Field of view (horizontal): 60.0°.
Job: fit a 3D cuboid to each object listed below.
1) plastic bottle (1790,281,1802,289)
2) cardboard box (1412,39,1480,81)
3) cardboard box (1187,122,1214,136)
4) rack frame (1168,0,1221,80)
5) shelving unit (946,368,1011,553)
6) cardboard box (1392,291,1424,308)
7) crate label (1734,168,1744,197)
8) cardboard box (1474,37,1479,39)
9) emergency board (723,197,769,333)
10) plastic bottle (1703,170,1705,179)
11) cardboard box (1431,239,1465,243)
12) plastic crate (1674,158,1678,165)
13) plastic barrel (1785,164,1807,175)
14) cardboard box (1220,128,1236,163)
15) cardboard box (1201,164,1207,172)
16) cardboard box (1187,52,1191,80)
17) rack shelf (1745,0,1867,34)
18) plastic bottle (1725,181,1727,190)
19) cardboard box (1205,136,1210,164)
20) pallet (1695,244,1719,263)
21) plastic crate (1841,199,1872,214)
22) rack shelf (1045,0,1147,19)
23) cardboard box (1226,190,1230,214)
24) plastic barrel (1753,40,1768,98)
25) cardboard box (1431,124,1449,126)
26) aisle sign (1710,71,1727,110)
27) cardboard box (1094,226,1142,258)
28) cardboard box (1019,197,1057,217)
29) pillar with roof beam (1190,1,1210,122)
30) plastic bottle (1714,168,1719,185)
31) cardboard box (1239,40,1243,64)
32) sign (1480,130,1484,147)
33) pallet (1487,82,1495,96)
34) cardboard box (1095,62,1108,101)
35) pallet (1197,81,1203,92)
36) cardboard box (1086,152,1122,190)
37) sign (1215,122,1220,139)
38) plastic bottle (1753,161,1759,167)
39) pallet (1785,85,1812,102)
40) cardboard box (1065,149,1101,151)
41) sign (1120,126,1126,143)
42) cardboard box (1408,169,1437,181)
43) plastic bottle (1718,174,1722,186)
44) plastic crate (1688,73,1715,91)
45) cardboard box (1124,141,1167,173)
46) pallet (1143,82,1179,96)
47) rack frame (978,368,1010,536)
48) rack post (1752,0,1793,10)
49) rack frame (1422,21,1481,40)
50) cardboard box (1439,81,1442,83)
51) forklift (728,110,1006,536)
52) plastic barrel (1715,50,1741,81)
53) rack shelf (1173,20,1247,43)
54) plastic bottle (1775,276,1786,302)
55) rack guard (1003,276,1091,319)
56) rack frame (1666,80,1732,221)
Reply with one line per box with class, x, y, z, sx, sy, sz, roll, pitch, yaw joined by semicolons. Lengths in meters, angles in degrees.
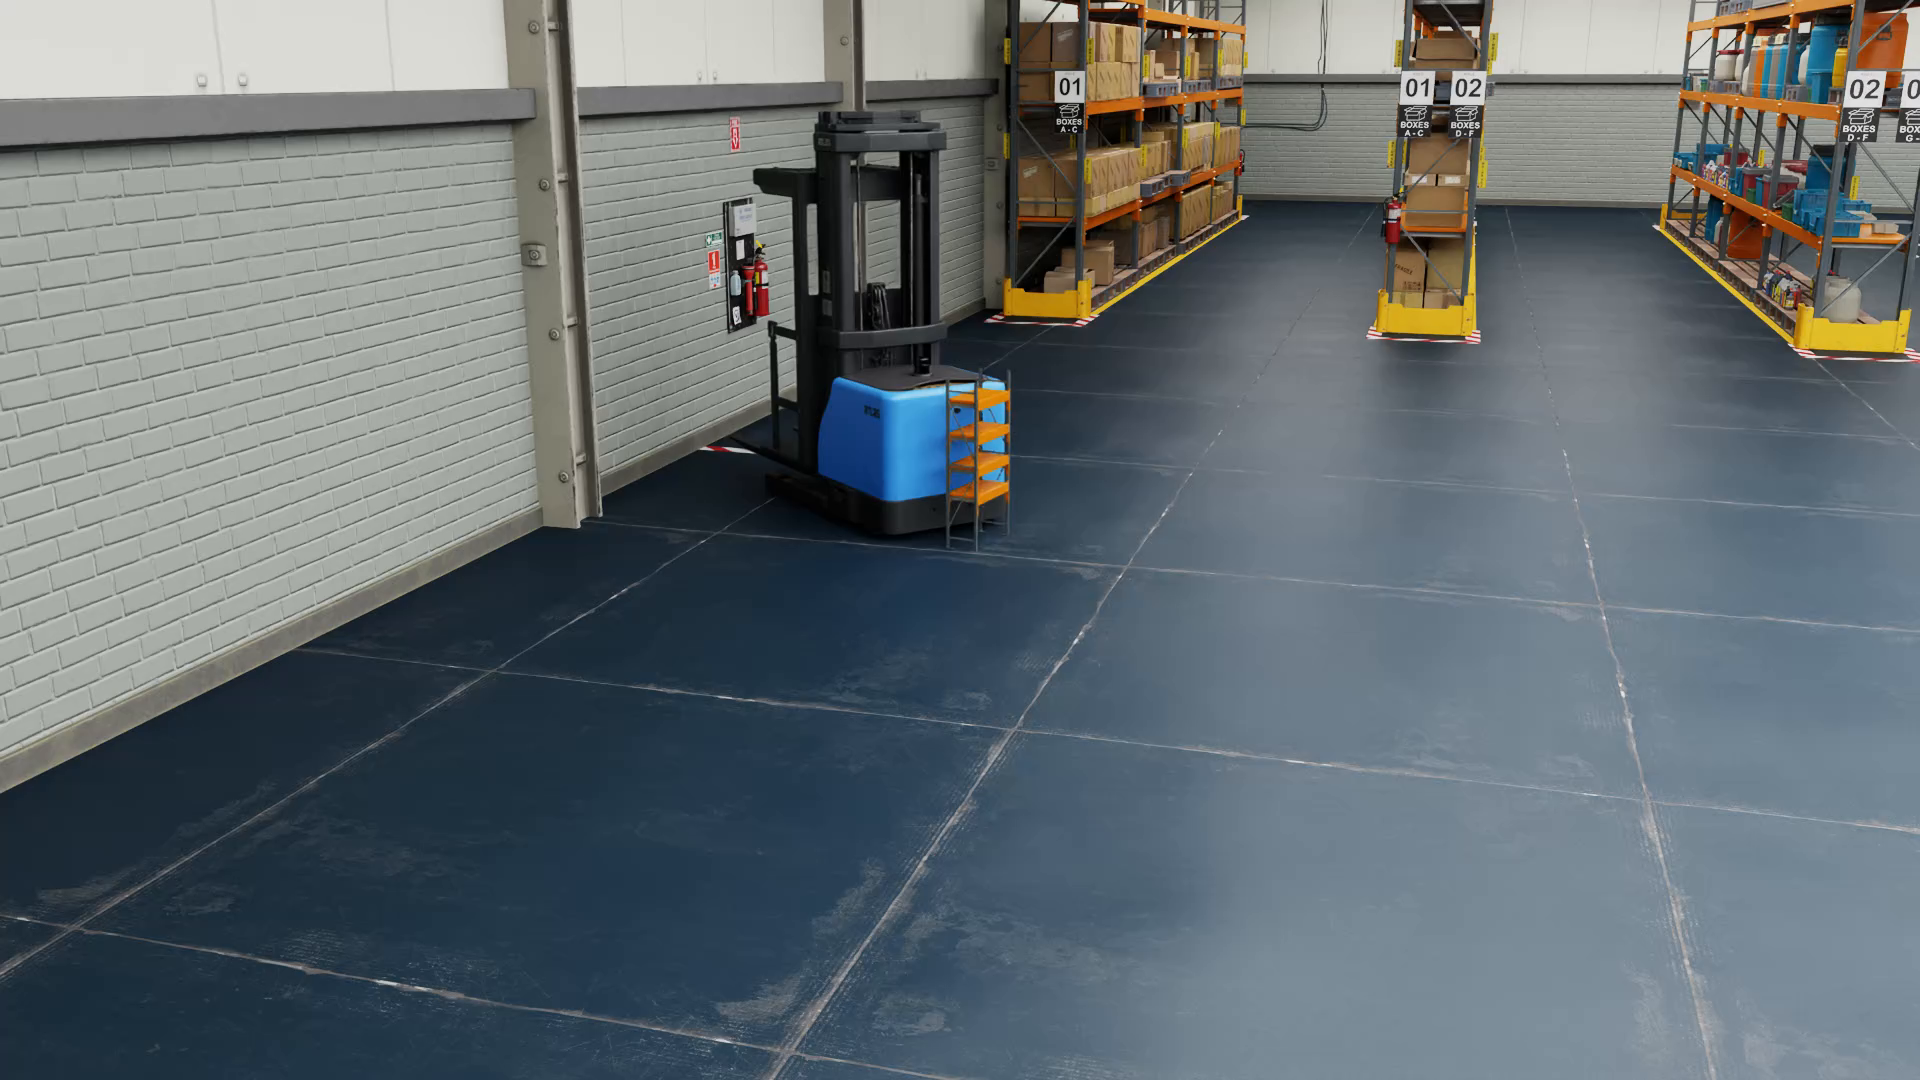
plastic bottle;11.139;-3.314;22.202;0.152;0.276;0.135;5;16;16
cardboard box;6.074;-6.008;20.803;0.797;0.503;0.637;6;17;20
cardboard box;4.679;-8.038;32.533;0.500;0.250;0.500;5;17;17
rack frame;4.567;-10.505;32.374;1.000;3.000;0.127;5;16;16
shelving unit;0.128;-0.561;11.610;0.258;1.200;0.503;8;18;27
cardboard box;5.776;-3.138;21.667;0.500;0.250;0.500;5;16;16
crate label;12.387;-5.582;25.948;0.502;0.435;0.616;5;16;16
cardboard box;9.697;-9.458;32.164;0.700;0.500;0.500;5;16;16
emergency board;-1.918;-2.516;15.203;0.194;1.169;0.643;5;16;16
plastic bottle;13.499;-6.626;30.055;0.097;0.201;0.097;0;16;0
cardboard box;6.701;-3.851;22.806;0.500;0.500;0.500;5;16;16
plastic crate;14.646;-7.682;33.791;0.250;0.136;0.298;5;16;16
plastic barrel;12.605;-5.361;24.985;0.433;0.535;0.433;0;16;0
cardboard box;5.372;-8.484;35.694;0.980;0.700;0.700;4;16;15
cardboard box;4.557;-7.191;32.110;0.380;0.149;0.250;5;16;16
cardboard box;3.911;-8.823;30.953;0.700;0.500;0.500;5;16;16
rack shelf;12.360;-7.628;24.284;1.077;0.370;4.000;5;16;16
plastic bottle;12.685;-5.876;27.413;0.097;0.201;0.097;0;16;0
cardboard box;4.542;-7.545;32.168;0.500;0.500;0.500;5;17;16
pallet;13.461;-4.990;29.036;1.003;0.211;1.213;5;16;16
plastic crate;11.738;-4.375;22.030;0.499;0.251;0.616;5;16;16
rack shelf;1.725;-7.541;23.249;1.077;0.370;4.000;5;16;16
cardboard box;5.458;-7.343;36.032;0.700;0.500;0.500;5;16;16
plastic barrel;12.301;-7.084;25.025;0.600;0.830;0.708;5;16;16
cardboard box;6.924;-5.698;23.861;0.700;0.500;0.500;5;17;16
aisle sign;15.503;-9.144;33.805;0.394;0.787;0.004;5;16;16
cardboard box;2.585;-4.868;27.269;0.700;0.500;0.500;4;16;15
cardboard box;1.103;-4.554;22.626;0.500;0.250;0.500;5;17;17
pillar with roof beam;9.769;-11.991;37.614;9.100;9.000;0.400;5;16;16
plastic bottle;13.050;-6.269;28.648;0.061;0.283;0.133;5;16;16
cardboard box;5.757;-10.434;35.571;0.500;0.500;0.500;5;16;16
sign;8.714;-6.704;27.846;0.100;0.325;0.005;5;16;16
pallet;8.073;-7.357;27.119;1.213;0.211;1.003;5;17;18
cardboard box;1.678;-6.186;22.424;0.500;0.500;0.500;6;17;20
pallet;3.877;-8.390;30.761;1.003;0.211;1.213;5;17;18
cardboard box;2.018;-5.278;23.805;0.500;0.500;0.500;5;17;18
sign;5.090;-8.098;32.906;0.100;0.325;0.005;5;16;16
plastic bottle;14.065;-6.513;29.383;0.144;0.351;0.185;5;16;16
pallet;11.680;-5.913;22.029;1.213;0.211;1.003;5;16;16
cardboard box;1.809;-5.582;24.877;0.500;0.500;0.500;5;16;16
sign;2.897;-7.171;29.494;0.100;0.325;0.005;5;16;16
cardboard box;6.052;-4.772;21.785;0.380;0.149;0.250;5;17;17
plastic bottle;12.944;-6.115;28.254;0.097;0.201;0.097;0;16;0
plastic crate;14.504;-8.932;32.439;0.504;0.338;0.767;5;16;16
cardboard box;3.173;-6.560;28.471;0.700;0.500;0.500;3;16;11
pallet;2.863;-7.303;26.928;1.213;0.211;1.003;5;16;16
rack frame;0.243;-0.620;11.816;0.240;1.200;0.015;8;18;27
rack post;12.269;-8.262;24.099;1.013;1.000;3.121;5;16;16
rack frame;8.180;-9.075;27.334;1.000;3.000;0.127;5;16;16
cardboard box;7.228;-6.876;24.583;0.500;0.250;0.500;6;17;22
forklift;-0.878;-1.790;12.770;1.130;2.935;3.031;-10;19;-31
plastic barrel;13.675;-8.443;29.582;0.433;0.535;0.433;0;16;0
rack shelf;5.135;-10.490;34.372;1.077;0.370;4.000;5;16;16
plastic bottle;10.990;-3.355;22.209;0.144;0.351;0.185;4;16;15
rack guard;1.178;-3.297;22.535;1.175;0.500;0.348;5;16;16
rack frame;15.202;-7.897;34.174;1.000;3.000;0.127;5;16;16
